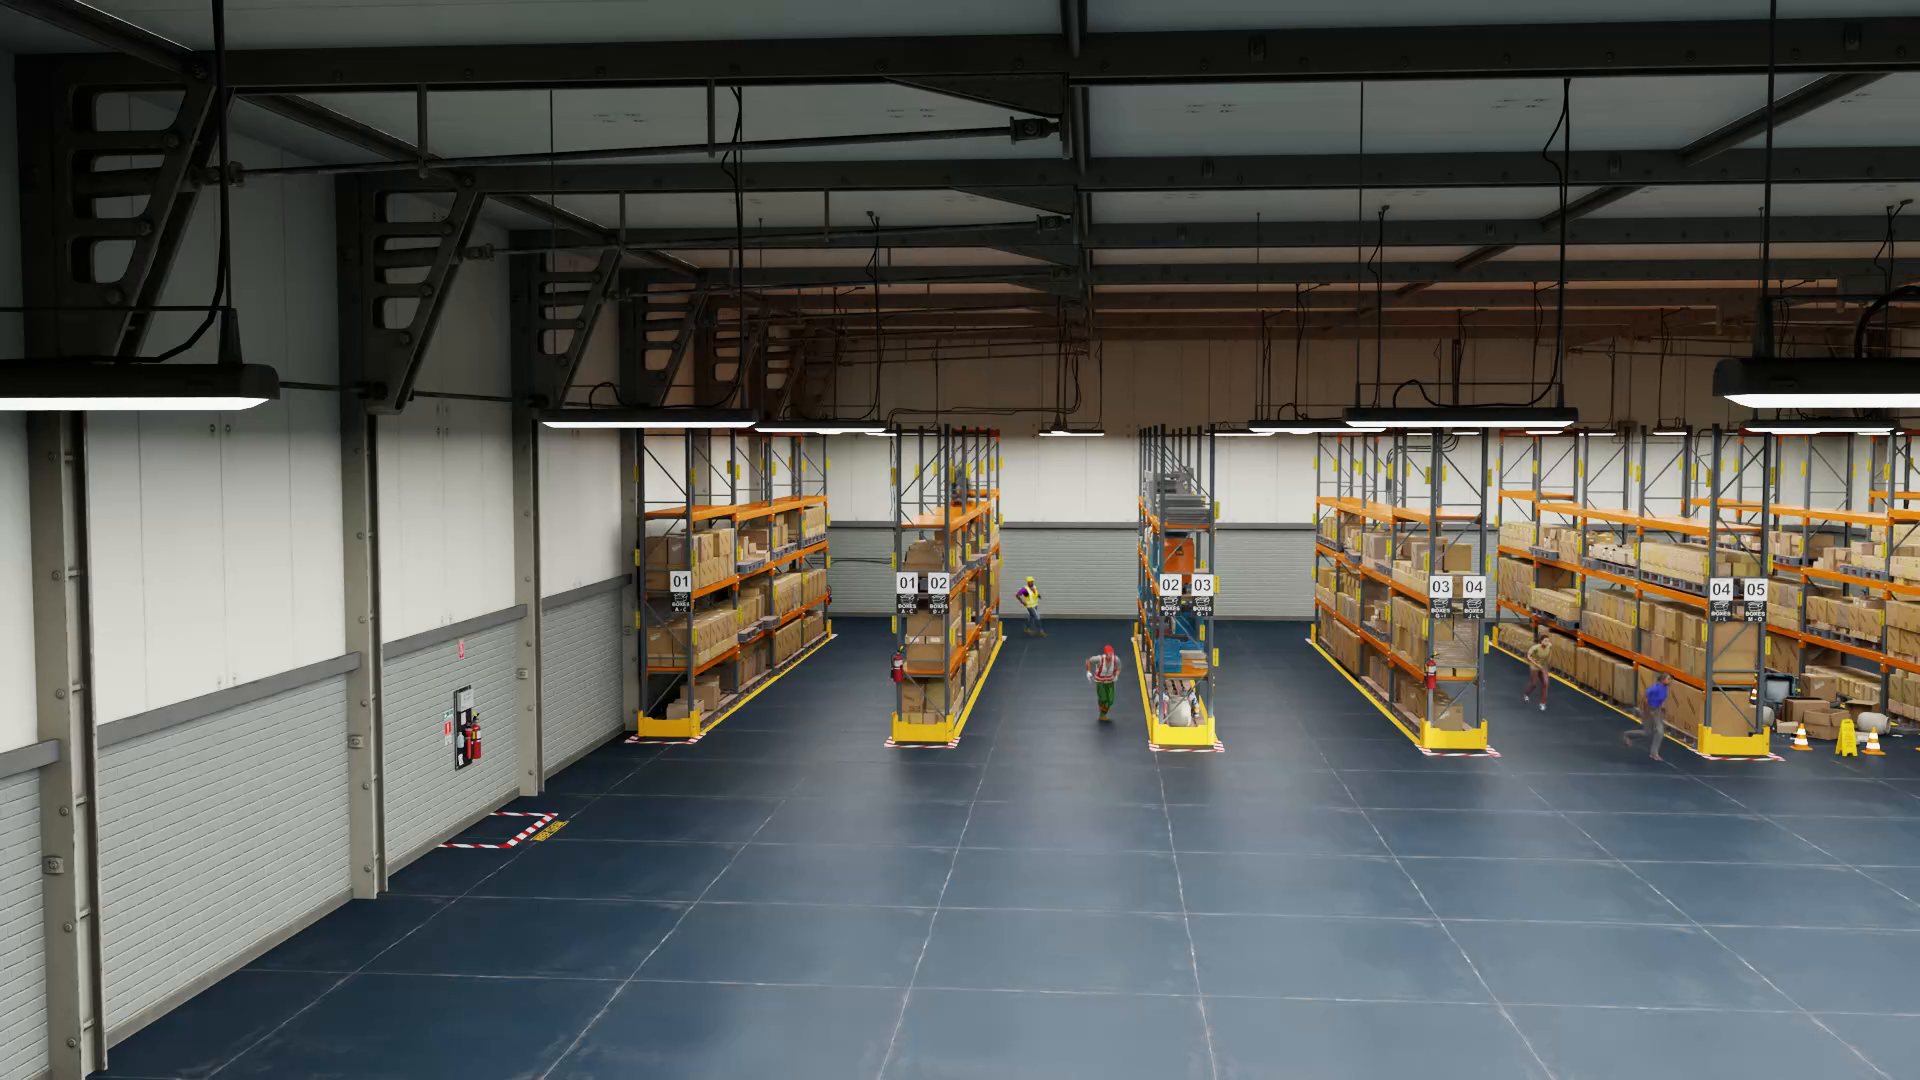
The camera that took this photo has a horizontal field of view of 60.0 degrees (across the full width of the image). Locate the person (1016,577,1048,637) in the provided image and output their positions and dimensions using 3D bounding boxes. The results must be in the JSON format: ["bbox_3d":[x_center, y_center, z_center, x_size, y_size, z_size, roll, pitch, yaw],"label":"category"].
[{"bbox_3d":[2.061,1.931,48.066,0.814,1.760,0.721,3,4,36],"label":"person"}]

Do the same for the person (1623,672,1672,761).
[{"bbox_3d":[12.353,3.138,29.879,0.844,1.609,0.575,3,5,44],"label":"person"}]

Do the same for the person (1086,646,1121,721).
[{"bbox_3d":[2.898,2.890,33.551,0.693,1.586,0.833,0,4,-8],"label":"person"}]

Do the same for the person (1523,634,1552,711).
[{"bbox_3d":[12.315,2.783,35.509,0.614,1.624,1.004,-1,4,-11],"label":"person"}]
